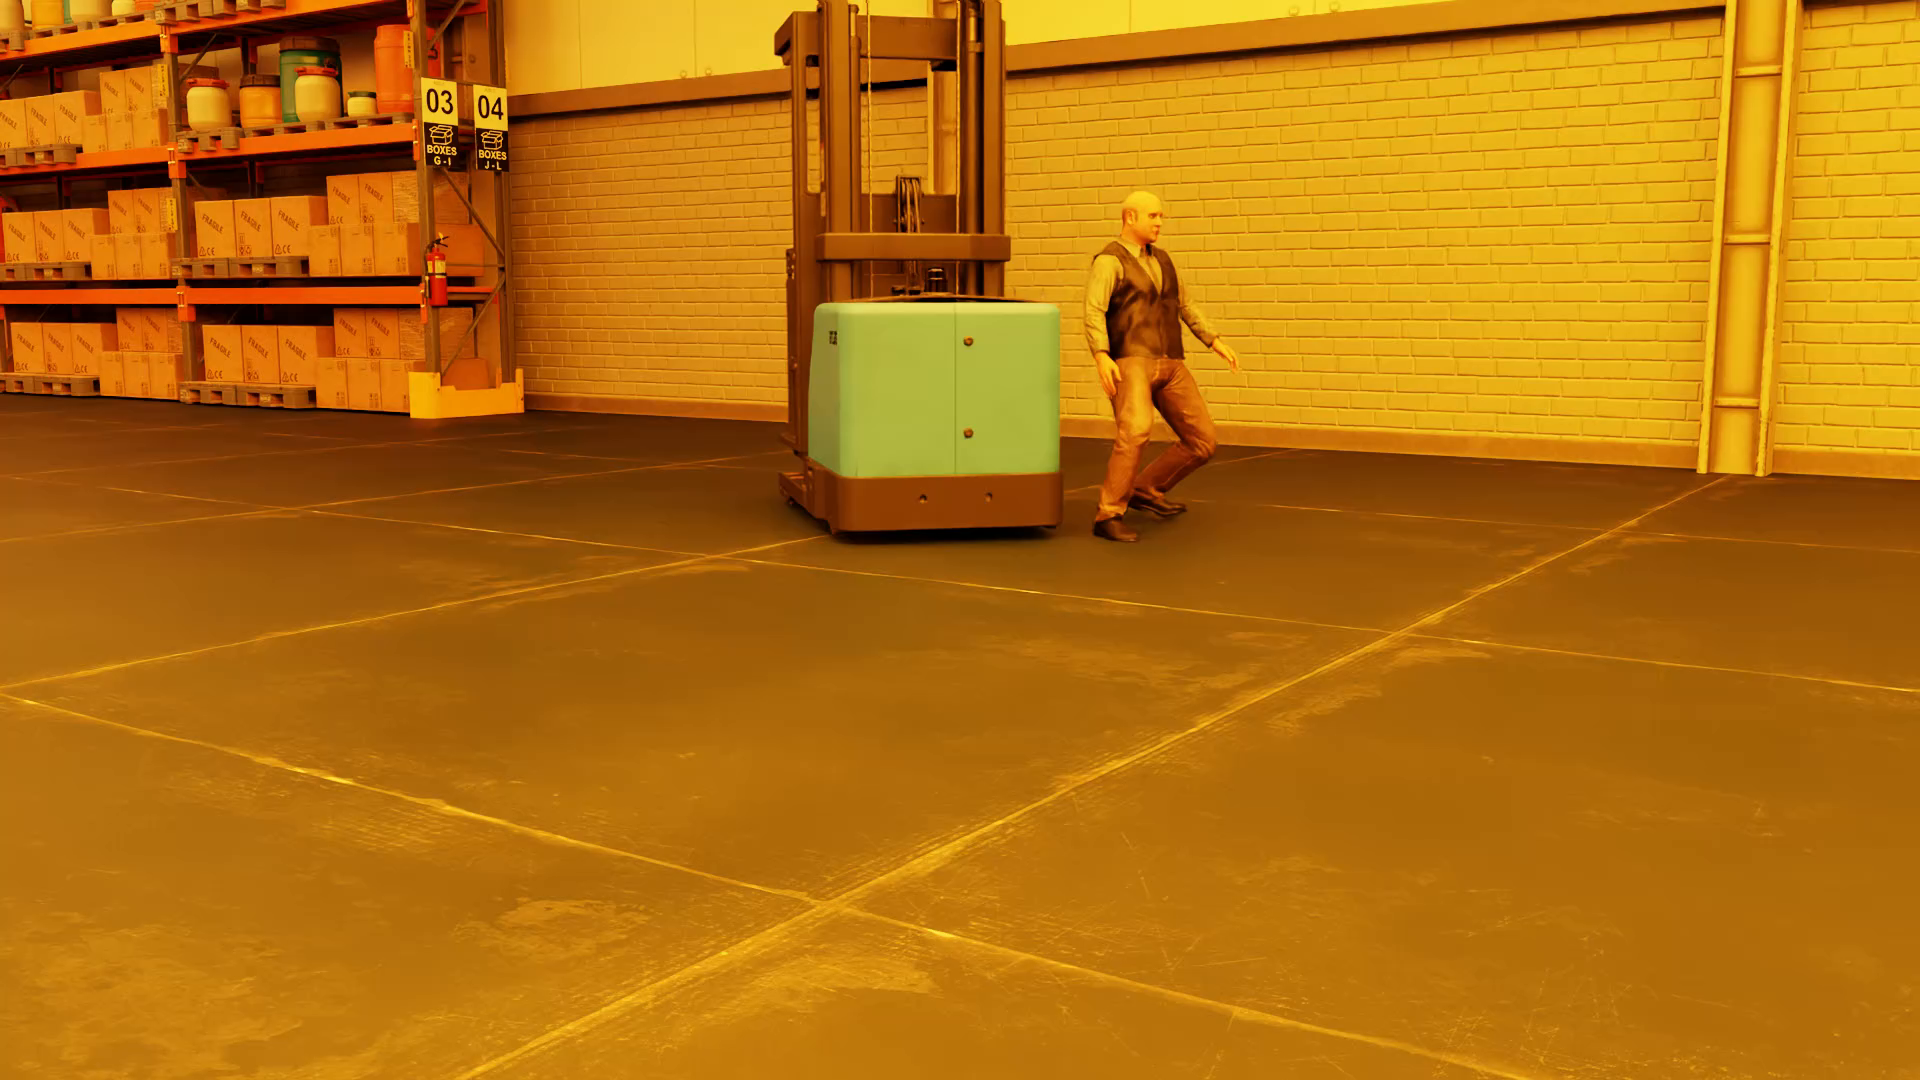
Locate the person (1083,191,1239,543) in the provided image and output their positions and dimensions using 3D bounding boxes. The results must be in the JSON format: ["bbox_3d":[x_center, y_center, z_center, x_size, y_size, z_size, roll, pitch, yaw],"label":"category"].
[{"bbox_3d":[0.905,-0.838,7.877,0.851,1.610,0.630,-6,10,-36],"label":"person"}]

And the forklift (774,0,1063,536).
[{"bbox_3d":[-0.366,-1.639,8.721,1.130,2.935,3.031,-2,8,-13],"label":"forklift"}]
